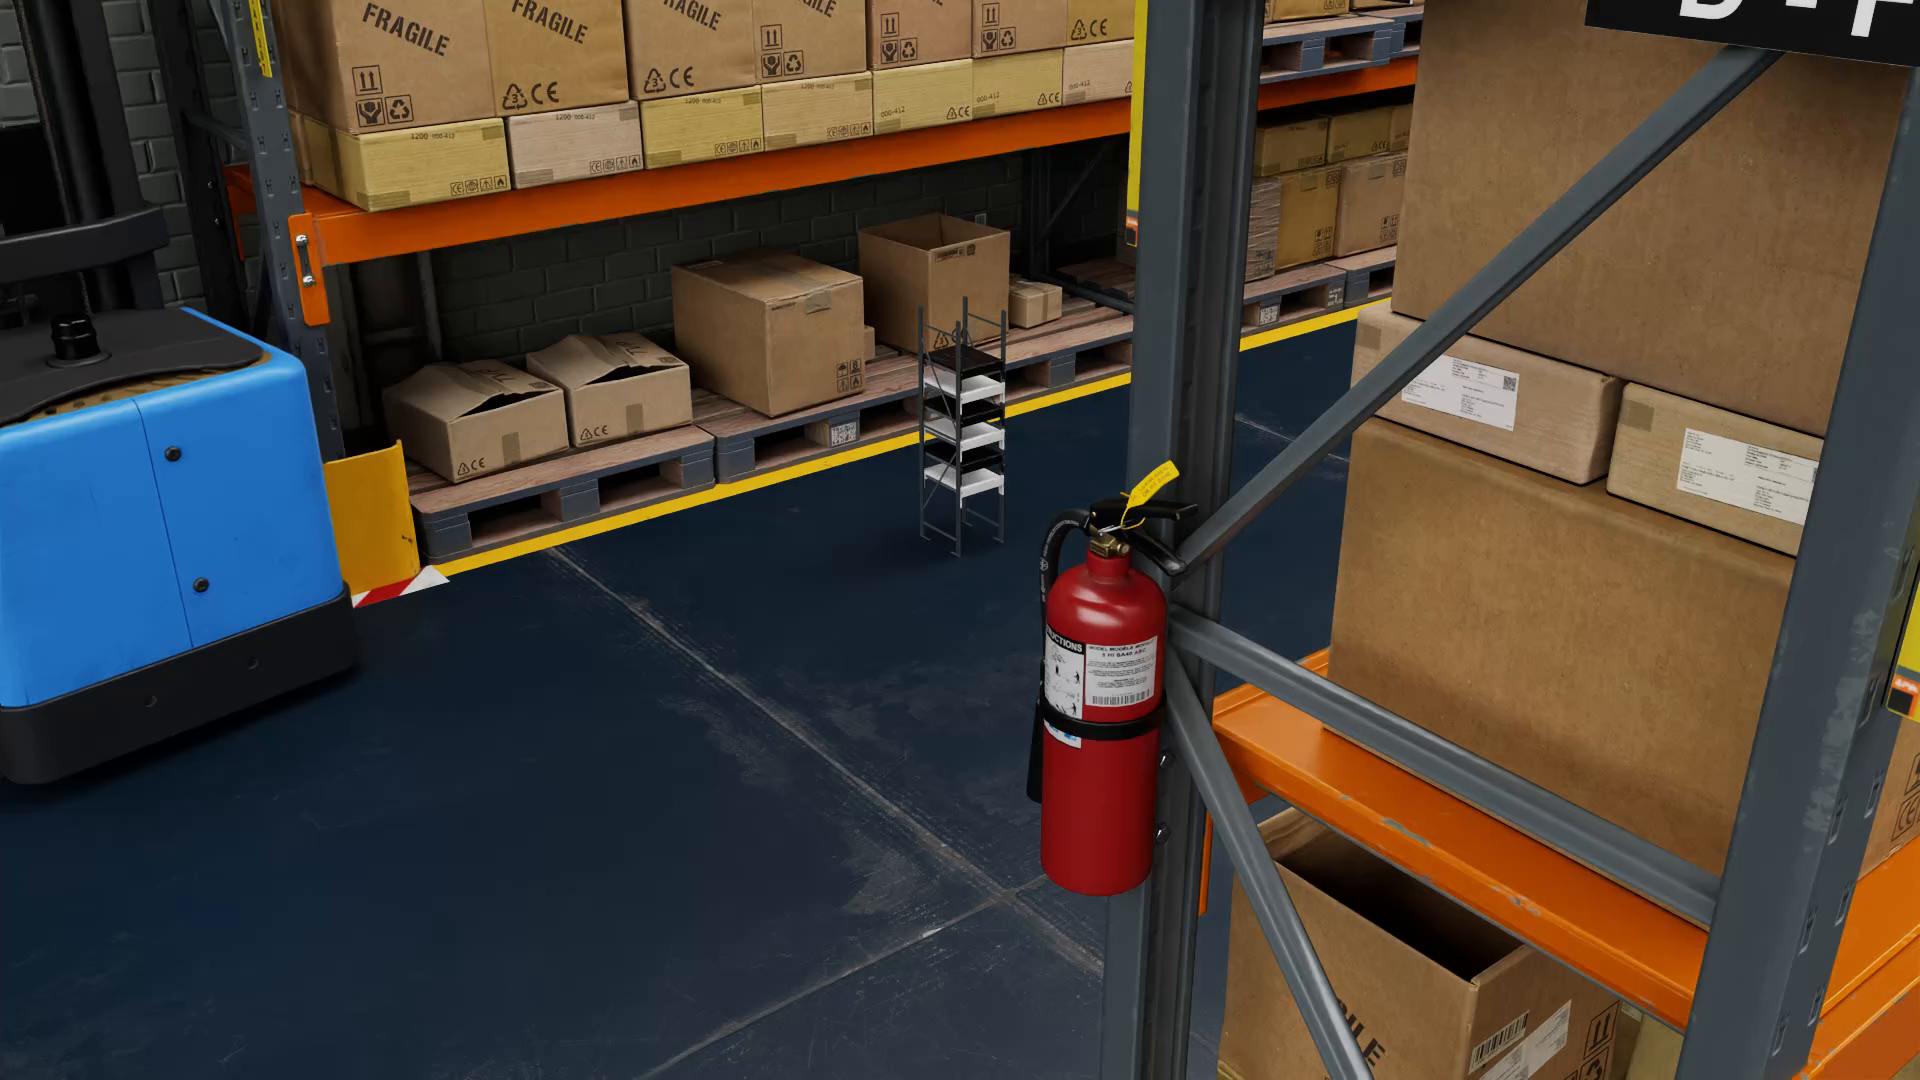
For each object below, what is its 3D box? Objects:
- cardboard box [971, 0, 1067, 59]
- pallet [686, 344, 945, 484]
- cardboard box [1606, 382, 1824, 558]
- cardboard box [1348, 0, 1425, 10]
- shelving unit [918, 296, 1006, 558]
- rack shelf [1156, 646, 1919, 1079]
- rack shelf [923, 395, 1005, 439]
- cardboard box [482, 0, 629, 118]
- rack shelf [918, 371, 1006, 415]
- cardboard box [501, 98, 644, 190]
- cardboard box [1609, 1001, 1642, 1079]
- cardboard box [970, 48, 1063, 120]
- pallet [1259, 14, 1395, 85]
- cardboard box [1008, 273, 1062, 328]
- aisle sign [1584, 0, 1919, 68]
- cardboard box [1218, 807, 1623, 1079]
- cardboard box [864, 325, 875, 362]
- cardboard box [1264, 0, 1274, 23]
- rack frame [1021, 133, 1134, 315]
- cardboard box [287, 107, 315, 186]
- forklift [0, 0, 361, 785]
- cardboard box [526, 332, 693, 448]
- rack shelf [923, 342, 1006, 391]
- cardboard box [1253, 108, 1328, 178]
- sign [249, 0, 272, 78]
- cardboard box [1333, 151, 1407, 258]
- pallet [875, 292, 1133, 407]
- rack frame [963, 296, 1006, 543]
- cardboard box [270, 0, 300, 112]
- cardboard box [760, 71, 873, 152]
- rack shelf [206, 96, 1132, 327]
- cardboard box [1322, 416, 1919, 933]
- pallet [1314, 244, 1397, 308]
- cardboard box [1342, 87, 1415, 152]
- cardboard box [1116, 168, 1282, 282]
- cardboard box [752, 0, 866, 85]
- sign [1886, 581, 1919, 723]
[{"bbox_3d":[0.103,-2.329,6.970,0.500,0.500,0.500,-18,31,-34],"label":"cardboard box"},{"bbox_3d":[-0.794,-0.635,7.368,1.213,0.211,1.003,-18,31,-34],"label":"pallet"},{"bbox_3d":[1.027,-0.096,2.005,0.250,0.149,0.380,-19,31,-34],"label":"cardboard box"},{"bbox_3d":[2.038,-3.095,8.714,0.500,0.500,0.700,-14,28,-27],"label":"cardboard box"},{"bbox_3d":[0.006,-0.410,6.065,0.210,0.900,0.258,-18,31,-34],"label":"shelving unit"},{"bbox_3d":[2.159,0.081,3.367,4.000,0.370,1.077,-18,31,-34],"label":"rack shelf"},{"bbox_3d":[0.006,-0.462,6.041,0.200,0.077,0.258,-18,31,-34],"label":"rack shelf"},{"bbox_3d":[-1.518,-1.797,5.822,0.500,0.500,0.500,-18,30,-34],"label":"cardboard box"},{"bbox_3d":[0.006,-0.543,6.003,0.200,0.077,0.258,-18,31,-34],"label":"rack shelf"},{"bbox_3d":[-1.495,-1.468,6.005,0.500,0.250,0.500,-19,31,-36],"label":"cardboard box"},{"bbox_3d":[1.211,0.960,3.386,0.500,0.250,0.500,-18,31,-34],"label":"cardboard box"},{"bbox_3d":[0.090,-1.996,7.142,0.500,0.250,0.500,-18,30,-34],"label":"cardboard box"},{"bbox_3d":[1.365,-2.468,8.233,1.213,0.211,1.003,-18,31,-34],"label":"pallet"},{"bbox_3d":[0.271,-1.170,8.052,0.380,0.166,0.250,22,33,39],"label":"cardboard box"},{"bbox_3d":[0.723,-0.787,1.294,0.004,0.787,0.394,-18,31,-34],"label":"aisle sign"},{"bbox_3d":[0.824,0.753,2.941,0.500,0.500,0.500,-18,31,-34],"label":"cardboard box"},{"bbox_3d":[-0.598,-0.903,7.496,0.250,0.149,0.380,-21,32,-38],"label":"cardboard box"},{"bbox_3d":[1.095,-2.771,8.016,0.500,0.500,0.700,-18,30,-34],"label":"cardboard box"},{"bbox_3d":[0.673,-2.405,7.869,0.127,3.000,1.000,-18,31,-34],"label":"rack frame"},{"bbox_3d":[-2.226,-1.493,6.057,0.500,0.250,0.500,-18,30,-33],"label":"cardboard box"},{"bbox_3d":[-3.317,-1.164,5.277,3.031,2.935,1.130,22,33,39],"label":"forklift"},{"bbox_3d":[-1.426,-0.644,6.746,0.500,0.311,0.500,-15,29,-30],"label":"cardboard box"},{"bbox_3d":[0.006,-0.625,5.965,0.200,0.077,0.258,-18,31,-34],"label":"rack shelf"},{"bbox_3d":[1.587,-2.123,8.817,0.500,0.250,0.500,-19,31,-35],"label":"cardboard box"},{"bbox_3d":[-2.139,-1.579,5.061,0.005,0.325,0.100,-18,31,-34],"label":"sign"},{"bbox_3d":[2.044,-1.937,9.308,0.500,0.500,0.700,-18,30,-33],"label":"cardboard box"},{"bbox_3d":[0.167,-0.954,8.055,1.213,0.211,1.003,-18,31,-34],"label":"pallet"},{"bbox_3d":[0.086,-0.437,6.122,0.006,0.900,0.240,-18,31,-34],"label":"rack frame"},{"bbox_3d":[-2.235,-1.840,5.915,0.500,0.500,0.500,-19,31,-35],"label":"cardboard box"},{"bbox_3d":[-0.691,-1.729,6.567,0.500,0.250,0.500,-18,30,-34],"label":"cardboard box"},{"bbox_3d":[-0.900,-1.559,6.901,4.000,0.370,1.077,-18,31,-34],"label":"rack shelf"},{"bbox_3d":[0.961,0.112,2.327,0.500,0.500,0.700,-18,31,-34],"label":"cardboard box"},{"bbox_3d":[2.246,-1.662,9.579,1.213,0.211,1.003,-18,31,-34],"label":"pallet"},{"bbox_3d":[2.398,-2.383,9.378,0.500,0.250,0.500,-18,31,-34],"label":"cardboard box"},{"bbox_3d":[1.242,-1.667,8.726,0.500,0.500,0.700,-17,30,-32],"label":"cardboard box"},{"bbox_3d":[-0.709,-2.067,6.404,0.500,0.500,0.500,-17,30,-32],"label":"cardboard box"},{"bbox_3d":[0.923,0.031,1.498,0.005,0.325,0.100,-18,31,-34],"label":"sign"}]
